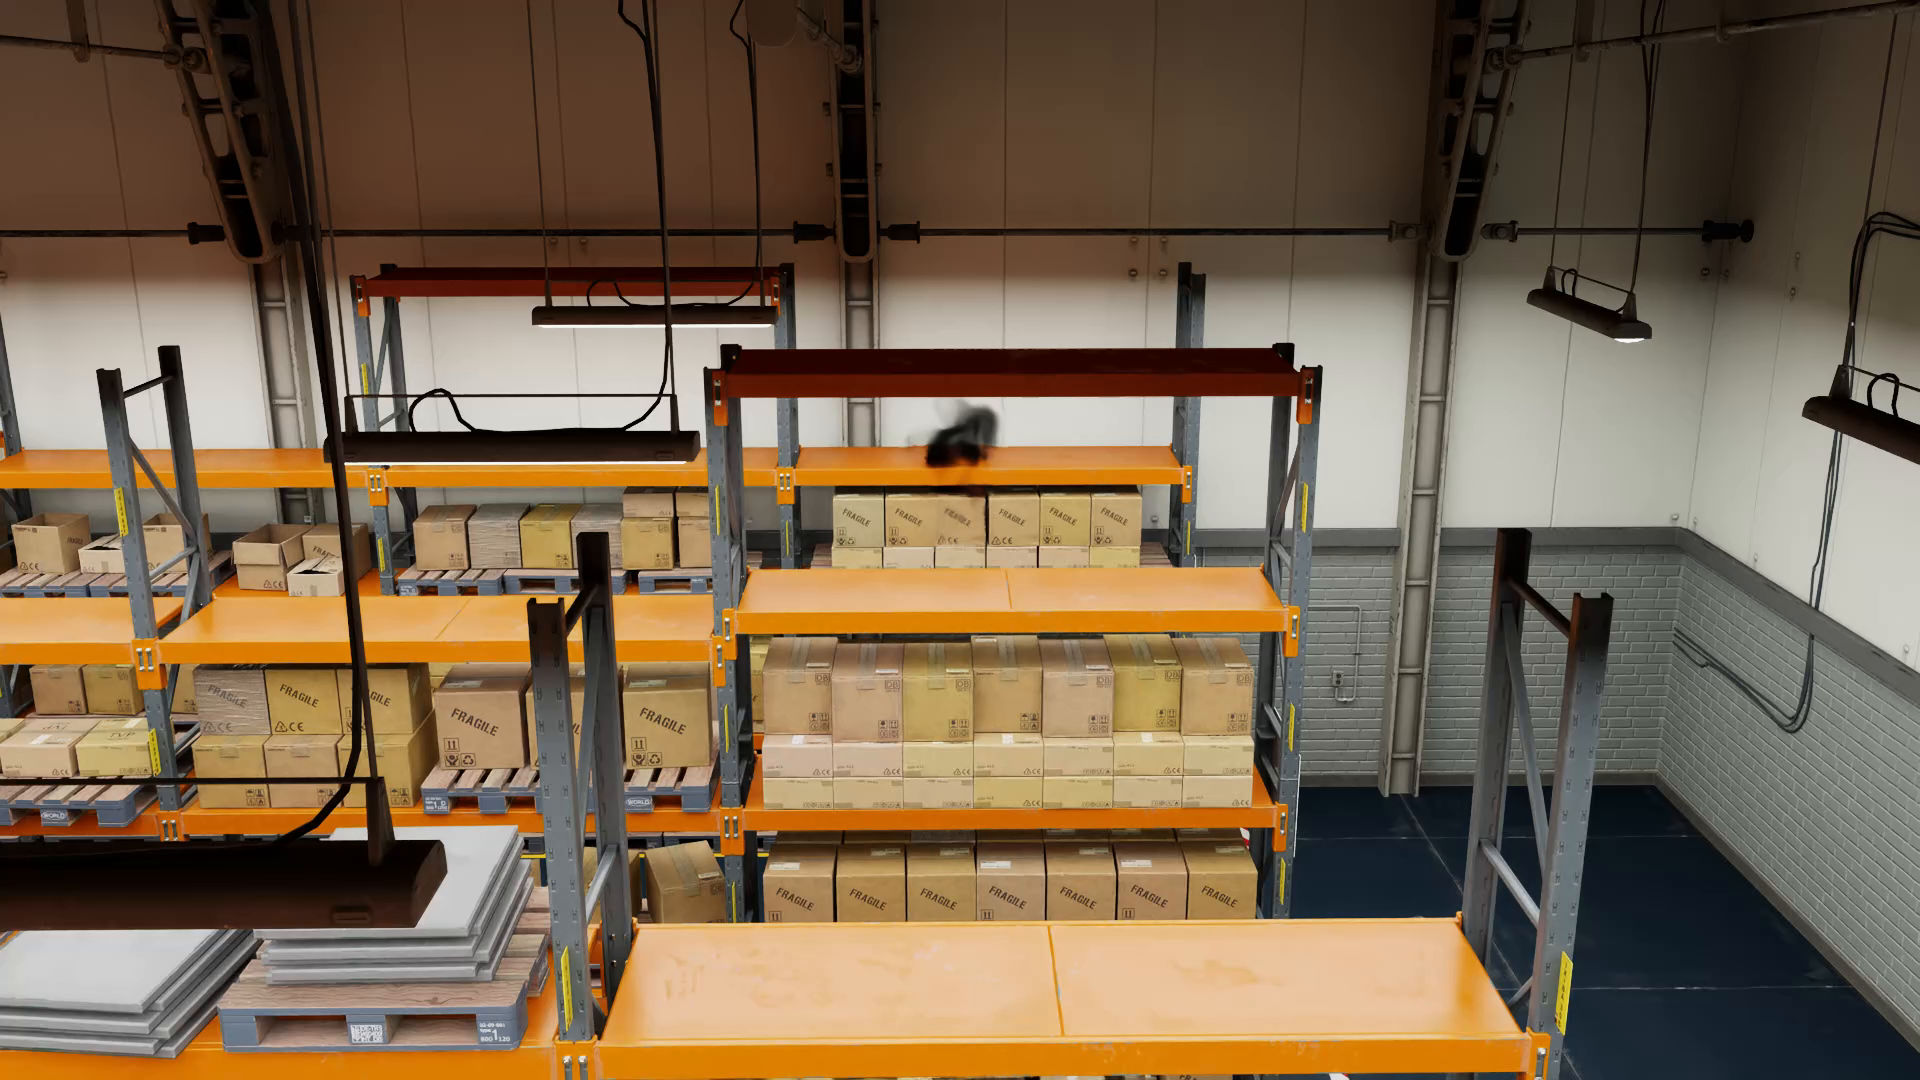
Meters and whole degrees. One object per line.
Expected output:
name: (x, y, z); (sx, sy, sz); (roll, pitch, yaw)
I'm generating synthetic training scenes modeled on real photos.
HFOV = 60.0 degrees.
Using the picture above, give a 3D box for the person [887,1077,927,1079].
person: (-0.351, 4.199, 10.906); (0.973, 1.768, 0.667); (-3, 17, -12)
